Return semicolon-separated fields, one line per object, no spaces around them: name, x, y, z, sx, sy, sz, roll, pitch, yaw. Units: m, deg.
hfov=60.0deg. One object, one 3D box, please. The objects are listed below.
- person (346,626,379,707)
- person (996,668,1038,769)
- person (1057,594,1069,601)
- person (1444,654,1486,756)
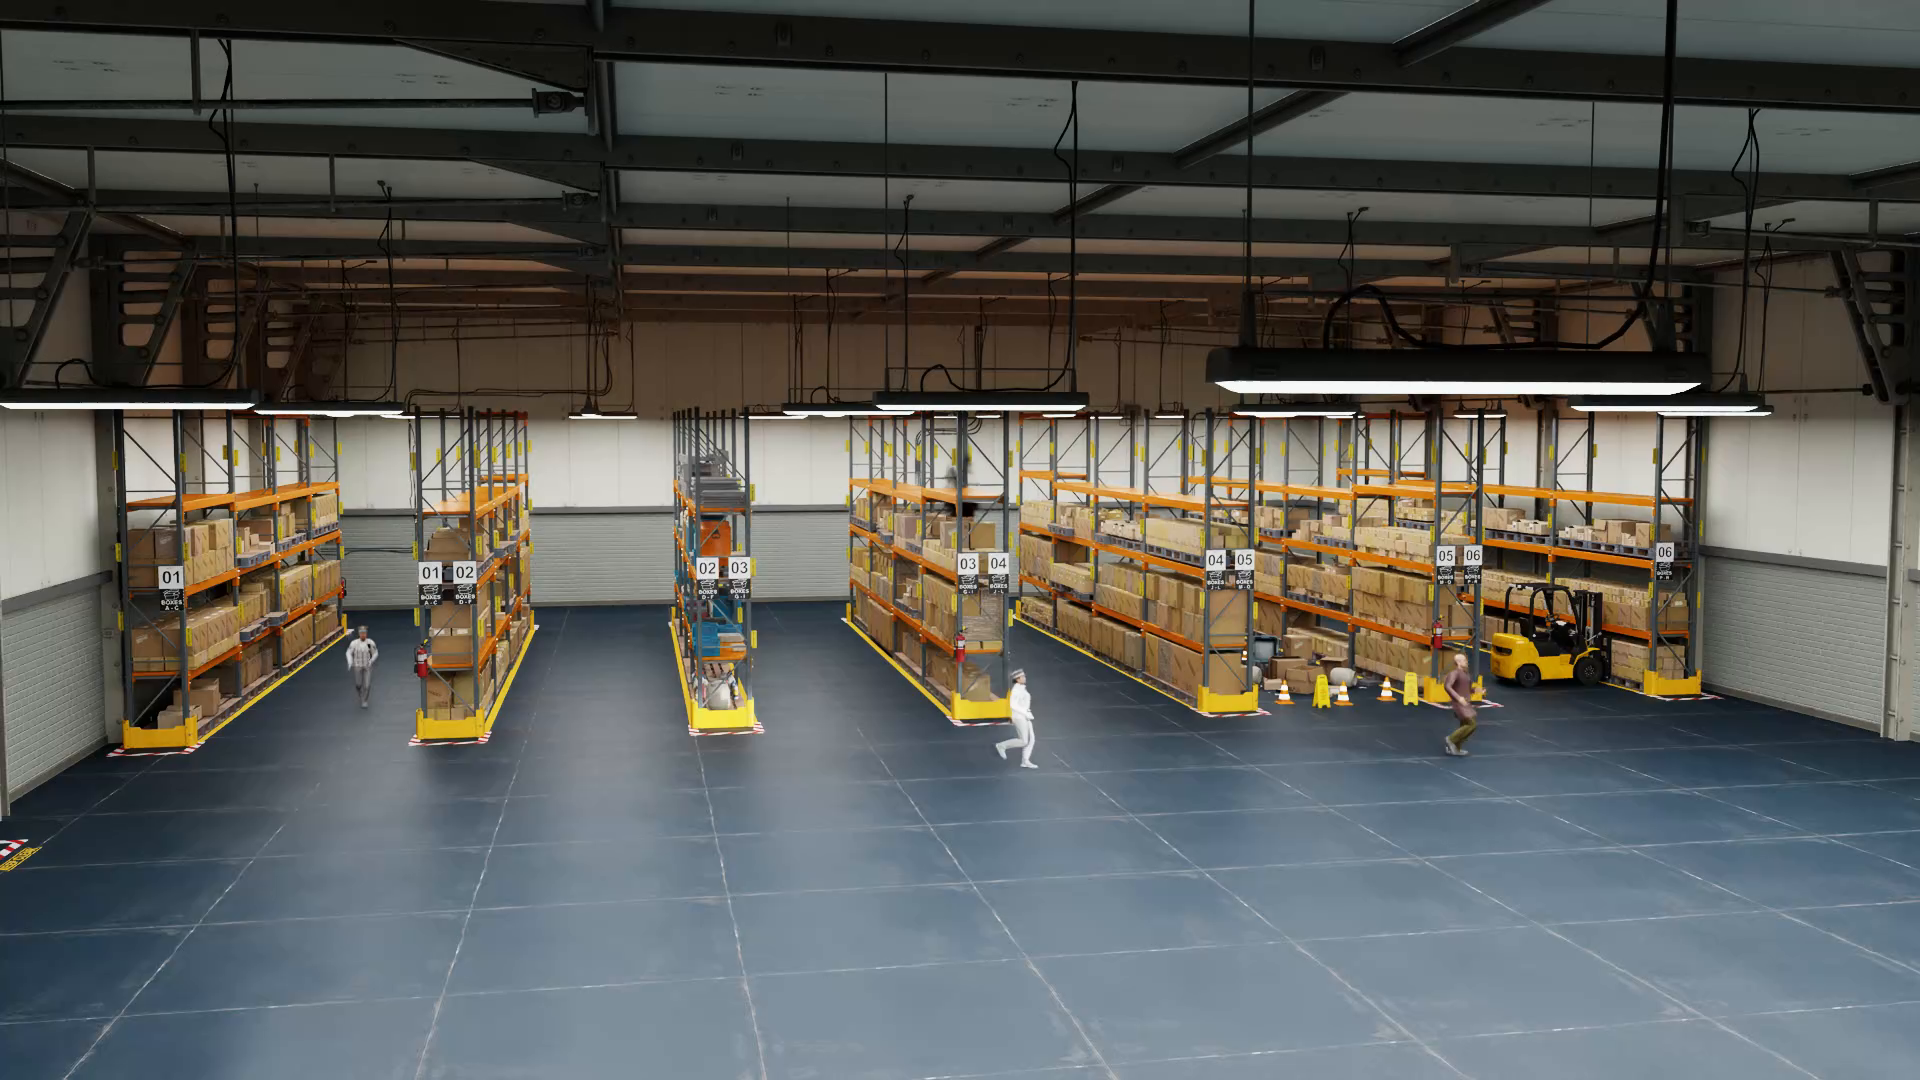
person;-11.965;2.536;33.311;0.594;1.643;0.575;-2;4;-22
person;0.952;2.944;27.515;0.696;1.671;0.617;1;4;12
person;3.069;1.358;49.691;0.686;1.636;0.565;3;5;38
person;8.638;2.823;28.413;0.634;1.737;0.696;2;5;27
